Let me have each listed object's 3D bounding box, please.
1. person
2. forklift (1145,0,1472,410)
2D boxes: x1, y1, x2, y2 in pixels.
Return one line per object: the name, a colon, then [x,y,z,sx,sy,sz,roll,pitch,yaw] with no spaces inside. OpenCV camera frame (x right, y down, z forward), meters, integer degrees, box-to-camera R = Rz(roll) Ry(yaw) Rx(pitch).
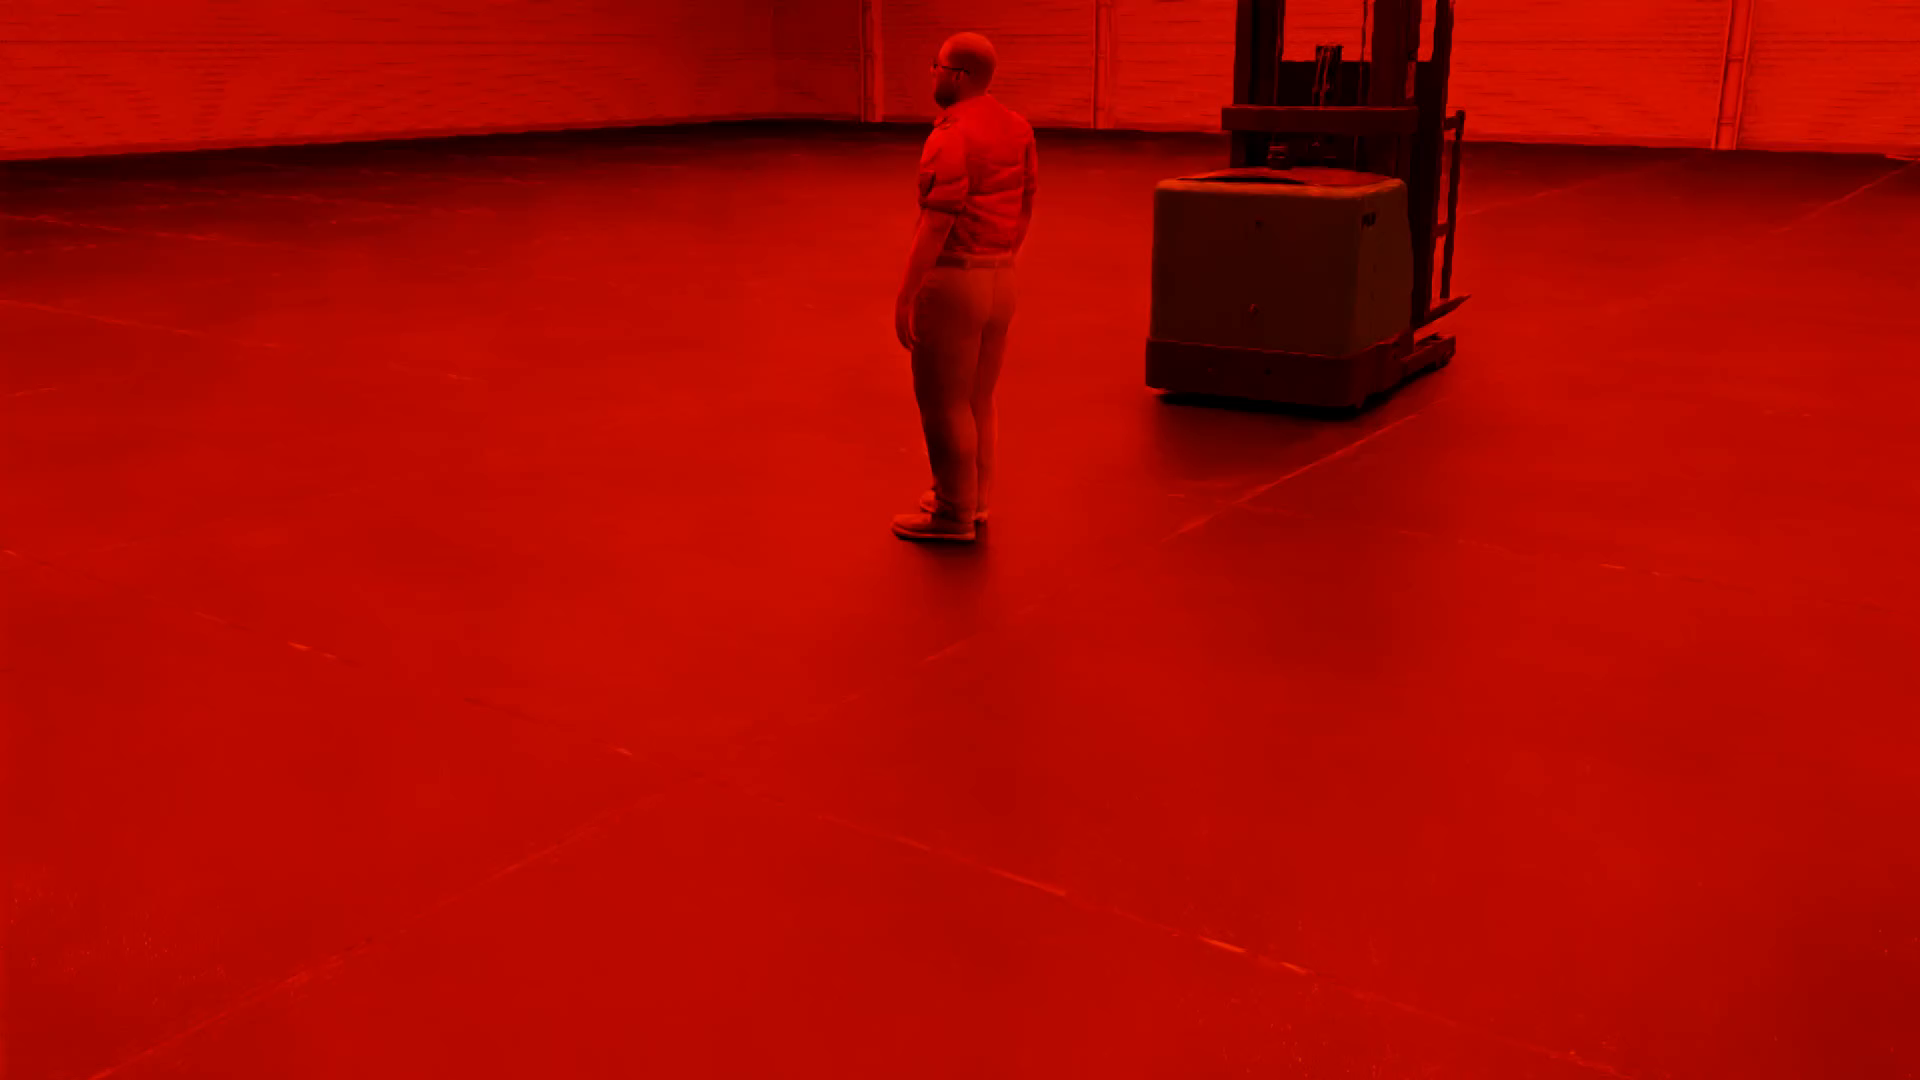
person: [-0.067,-0.853,5.757,0.550,1.726,0.640,11,20,33]
forklift: [2.103,-2.394,8.840,1.130,2.935,3.031,10,19,29]
